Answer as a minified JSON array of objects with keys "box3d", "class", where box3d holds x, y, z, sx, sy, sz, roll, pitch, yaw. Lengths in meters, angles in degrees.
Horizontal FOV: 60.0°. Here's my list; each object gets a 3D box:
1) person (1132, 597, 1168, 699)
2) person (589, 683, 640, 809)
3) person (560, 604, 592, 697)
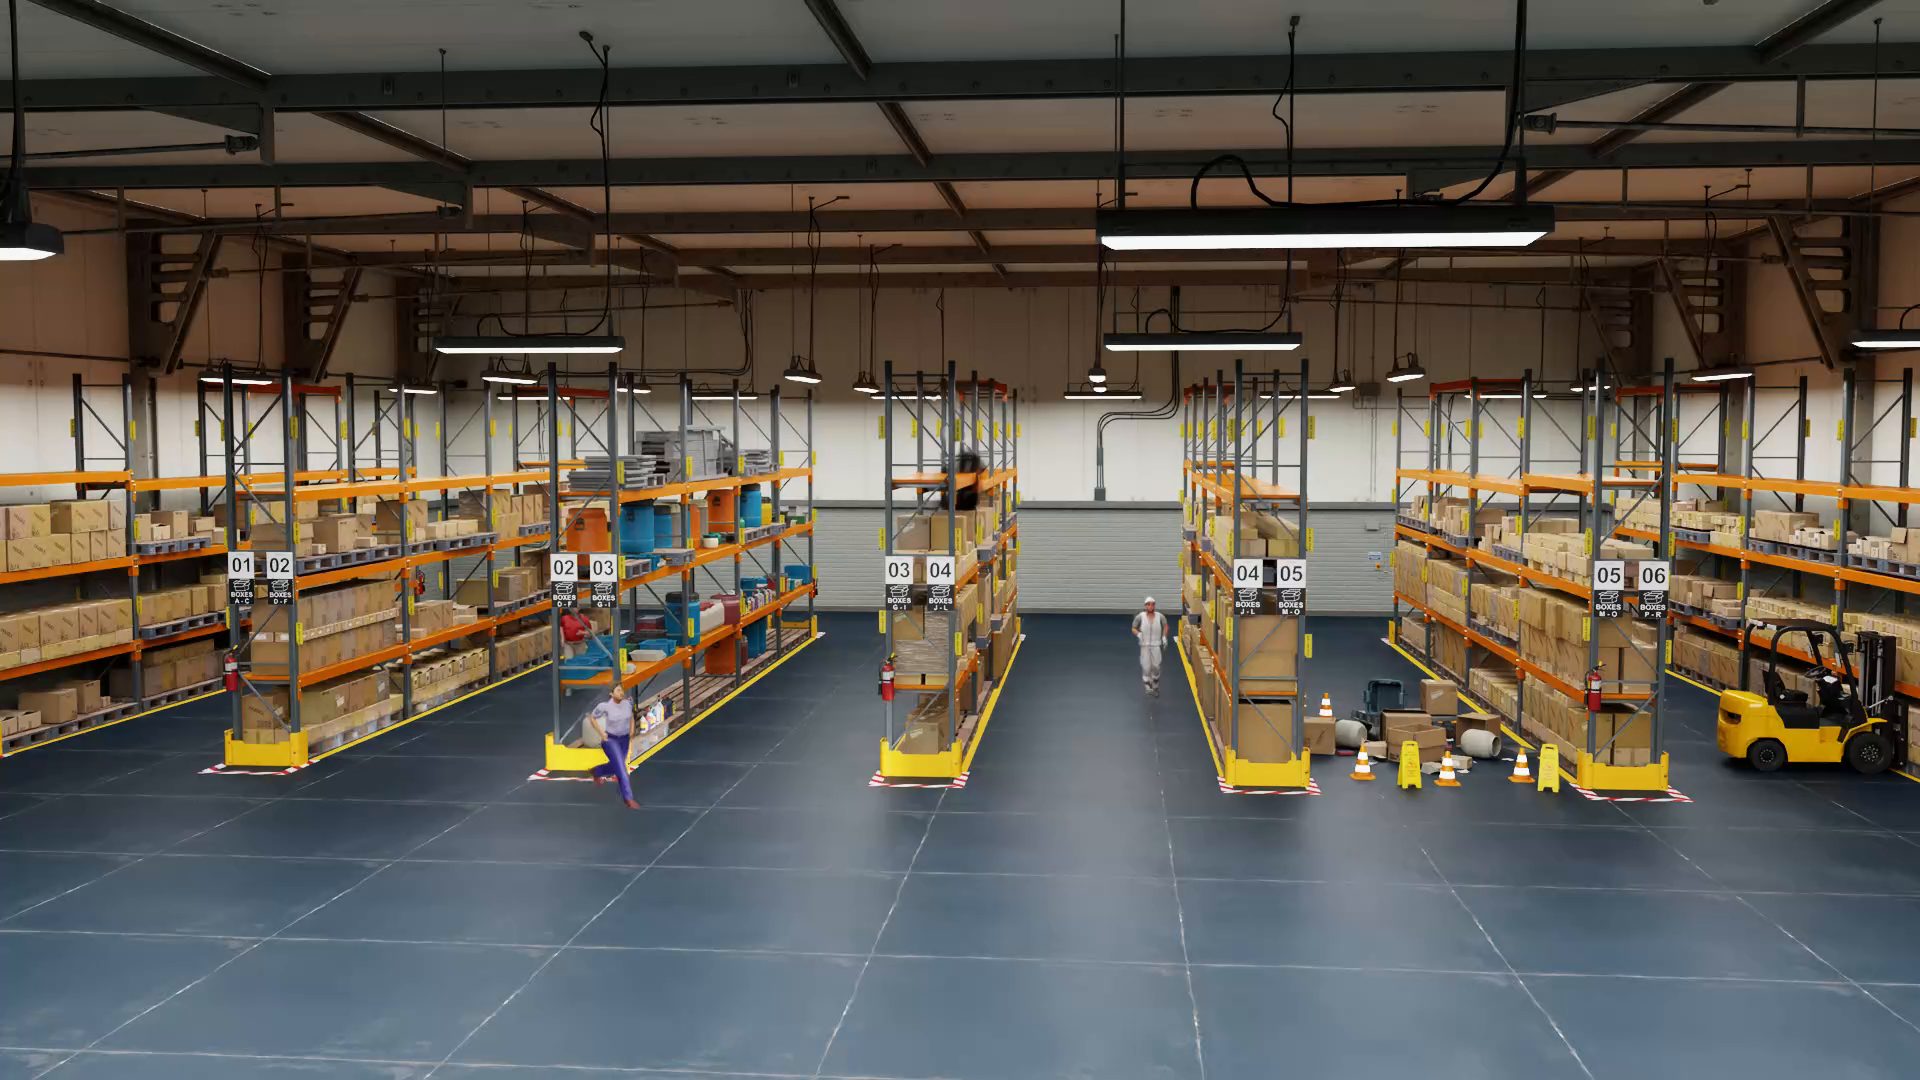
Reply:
[{"box3d":[3.370,1.917,29.502,0.648,1.813,0.644,0,4,5],"class":"person"},{"box3d":[-4.629,2.747,22.338,1.048,1.667,0.571,3,5,35],"class":"person"},{"box3d":[-7.310,2.078,31.582,0.642,1.802,0.817,-1,4,-10],"class":"person"}]
